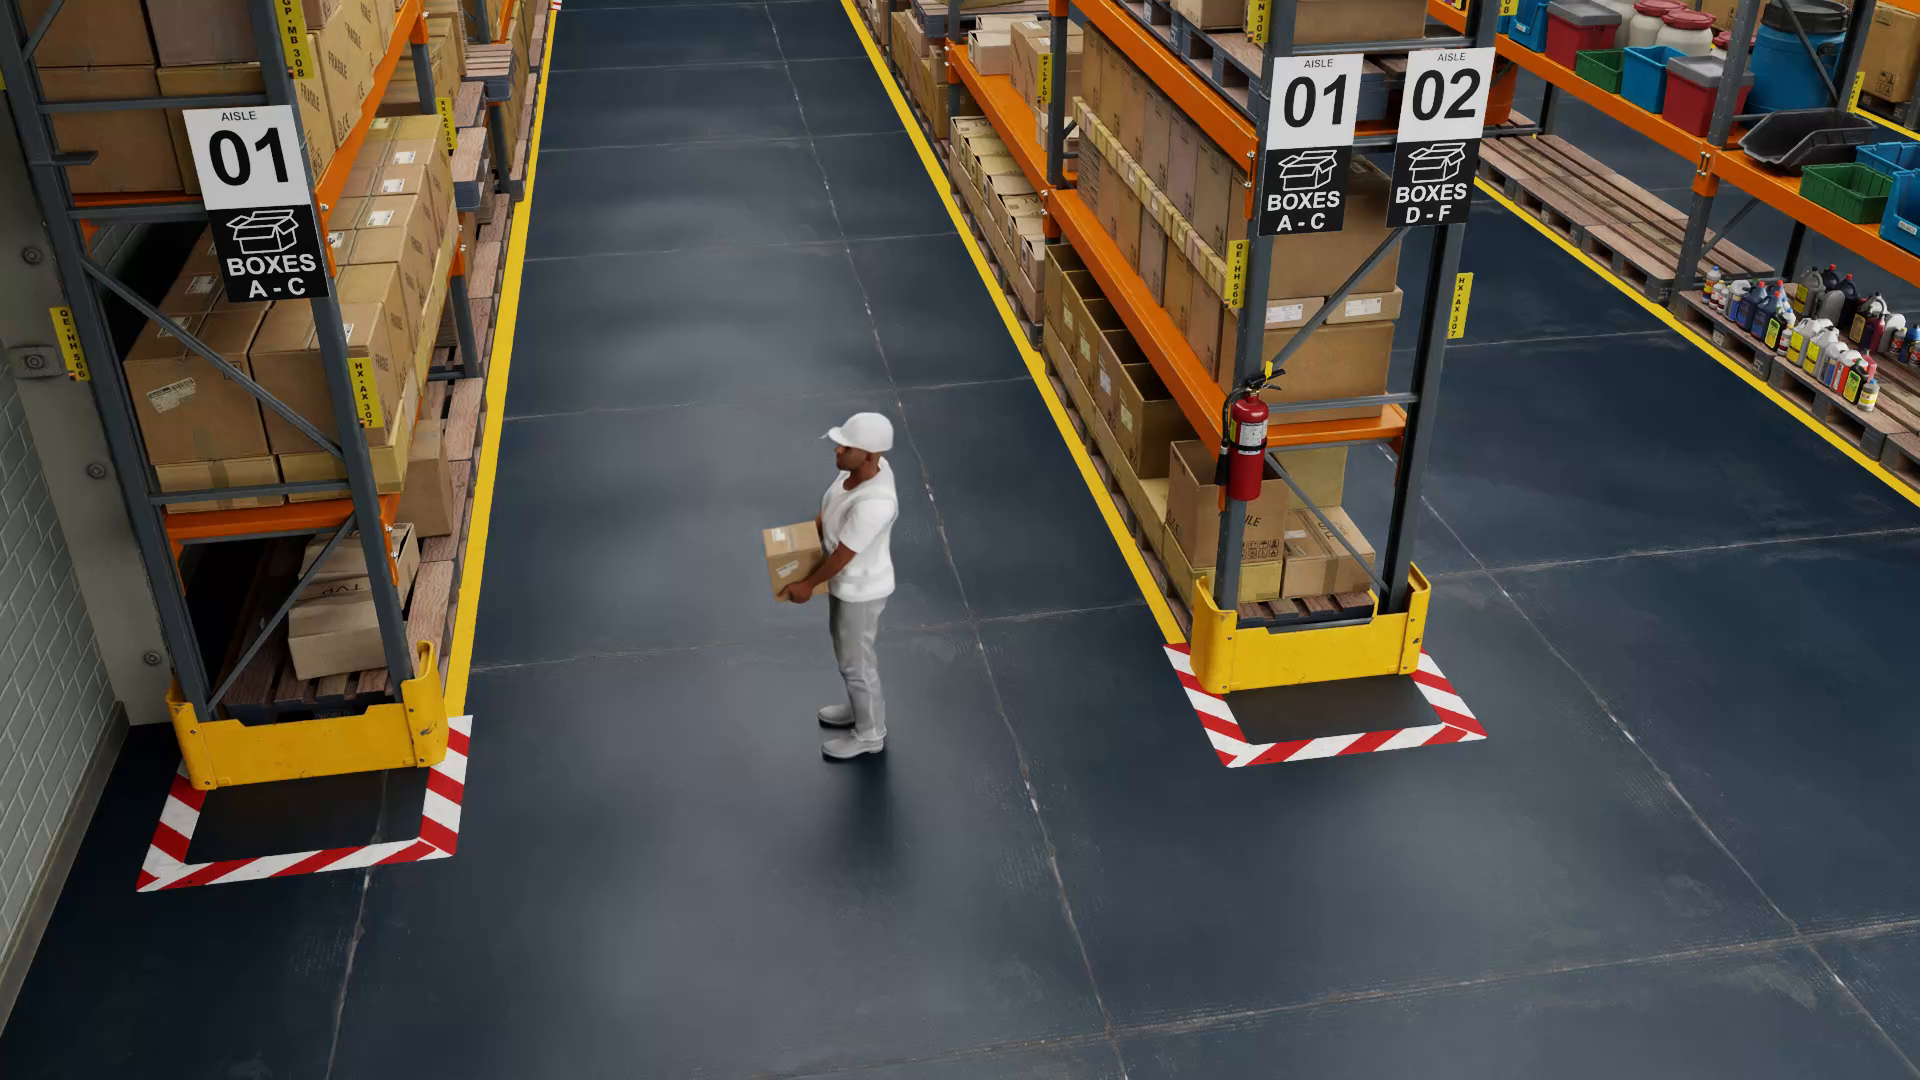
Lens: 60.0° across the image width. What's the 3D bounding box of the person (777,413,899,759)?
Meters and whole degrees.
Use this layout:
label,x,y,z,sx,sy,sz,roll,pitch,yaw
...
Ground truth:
label,x,y,z,sx,sy,sz,roll,pitch,yaw
person,-0.573,0.212,7.755,0.576,1.765,0.507,-5,31,-9
